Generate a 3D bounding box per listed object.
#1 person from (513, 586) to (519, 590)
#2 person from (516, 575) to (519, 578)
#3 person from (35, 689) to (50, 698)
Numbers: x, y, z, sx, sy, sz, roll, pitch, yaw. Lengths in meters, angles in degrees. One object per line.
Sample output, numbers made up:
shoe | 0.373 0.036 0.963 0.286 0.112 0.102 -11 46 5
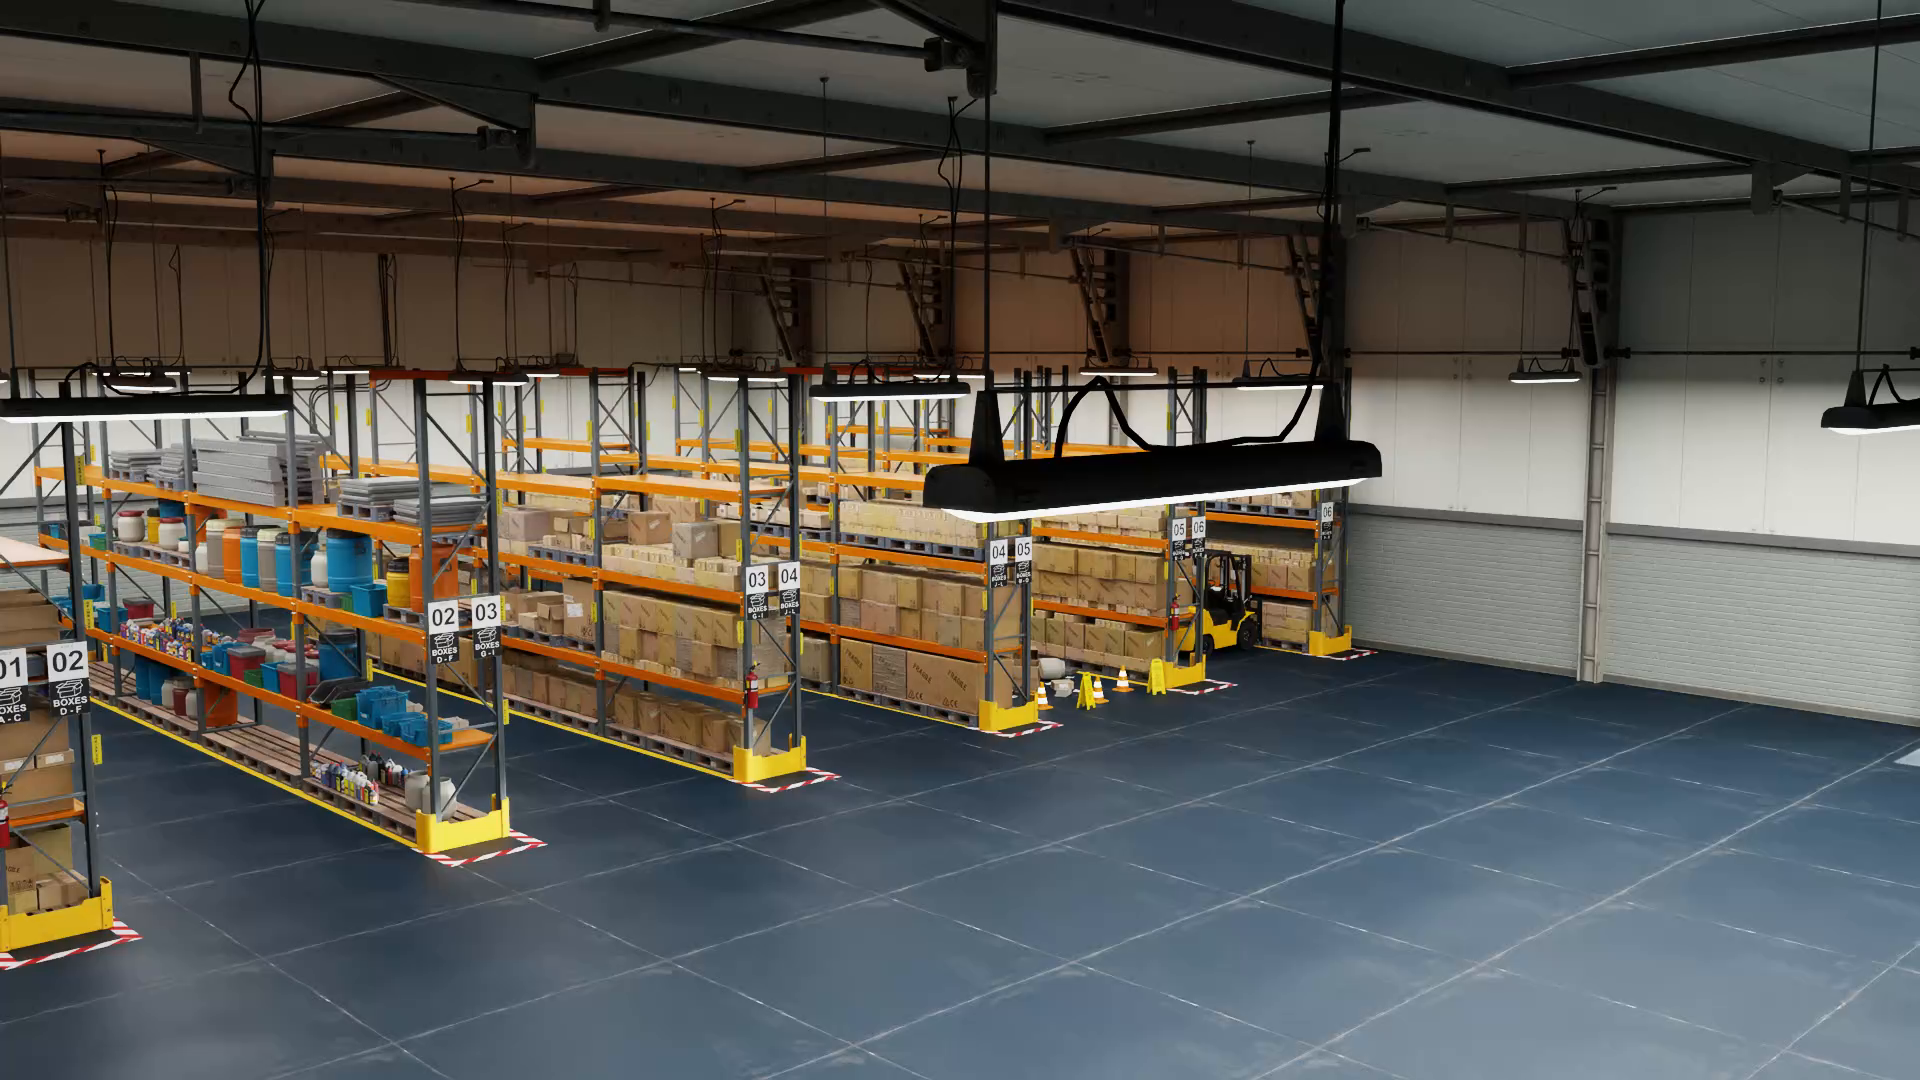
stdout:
person | -9.441 1.670 35.409 0.692 1.426 0.347 4 8 34
person | -10.825 0.777 41.232 0.680 1.822 0.950 2 7 18
person | -15.225 2.434 27.589 0.817 1.657 0.619 5 8 40
